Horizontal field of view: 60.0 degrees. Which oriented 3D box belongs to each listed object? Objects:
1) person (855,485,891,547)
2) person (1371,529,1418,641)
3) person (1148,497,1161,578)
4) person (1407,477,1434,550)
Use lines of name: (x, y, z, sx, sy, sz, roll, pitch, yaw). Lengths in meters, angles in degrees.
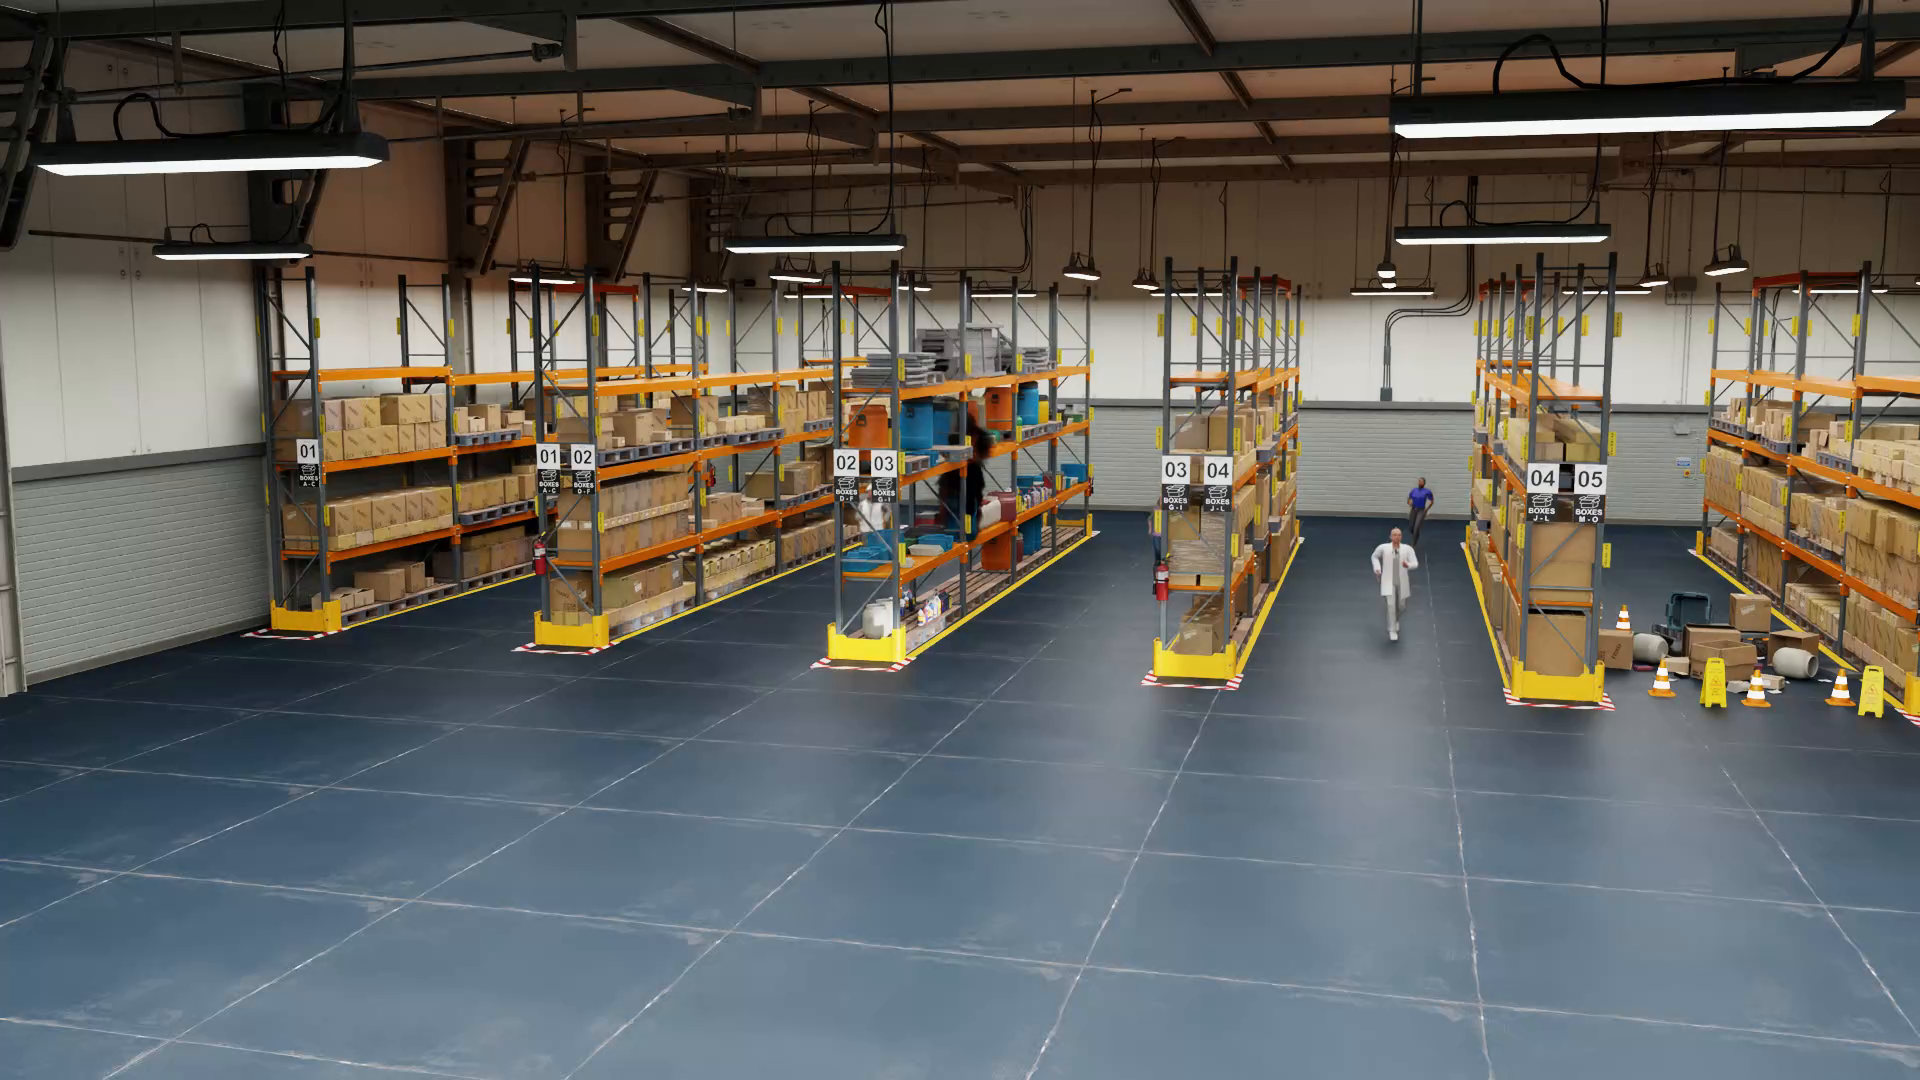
person: (-1.657, -0.135, 31.245, 0.663, 1.815, 0.913, 1, 7, 6)
person: (7.042, 0.687, 26.937, 0.708, 1.754, 1.061, 1, 7, 5)
person: (3.841, -0.052, 31.719, 0.543, 1.586, 0.840, 1, 7, 9)
person: (10.471, -0.601, 37.903, 0.603, 1.662, 0.764, 5, 9, 34)
